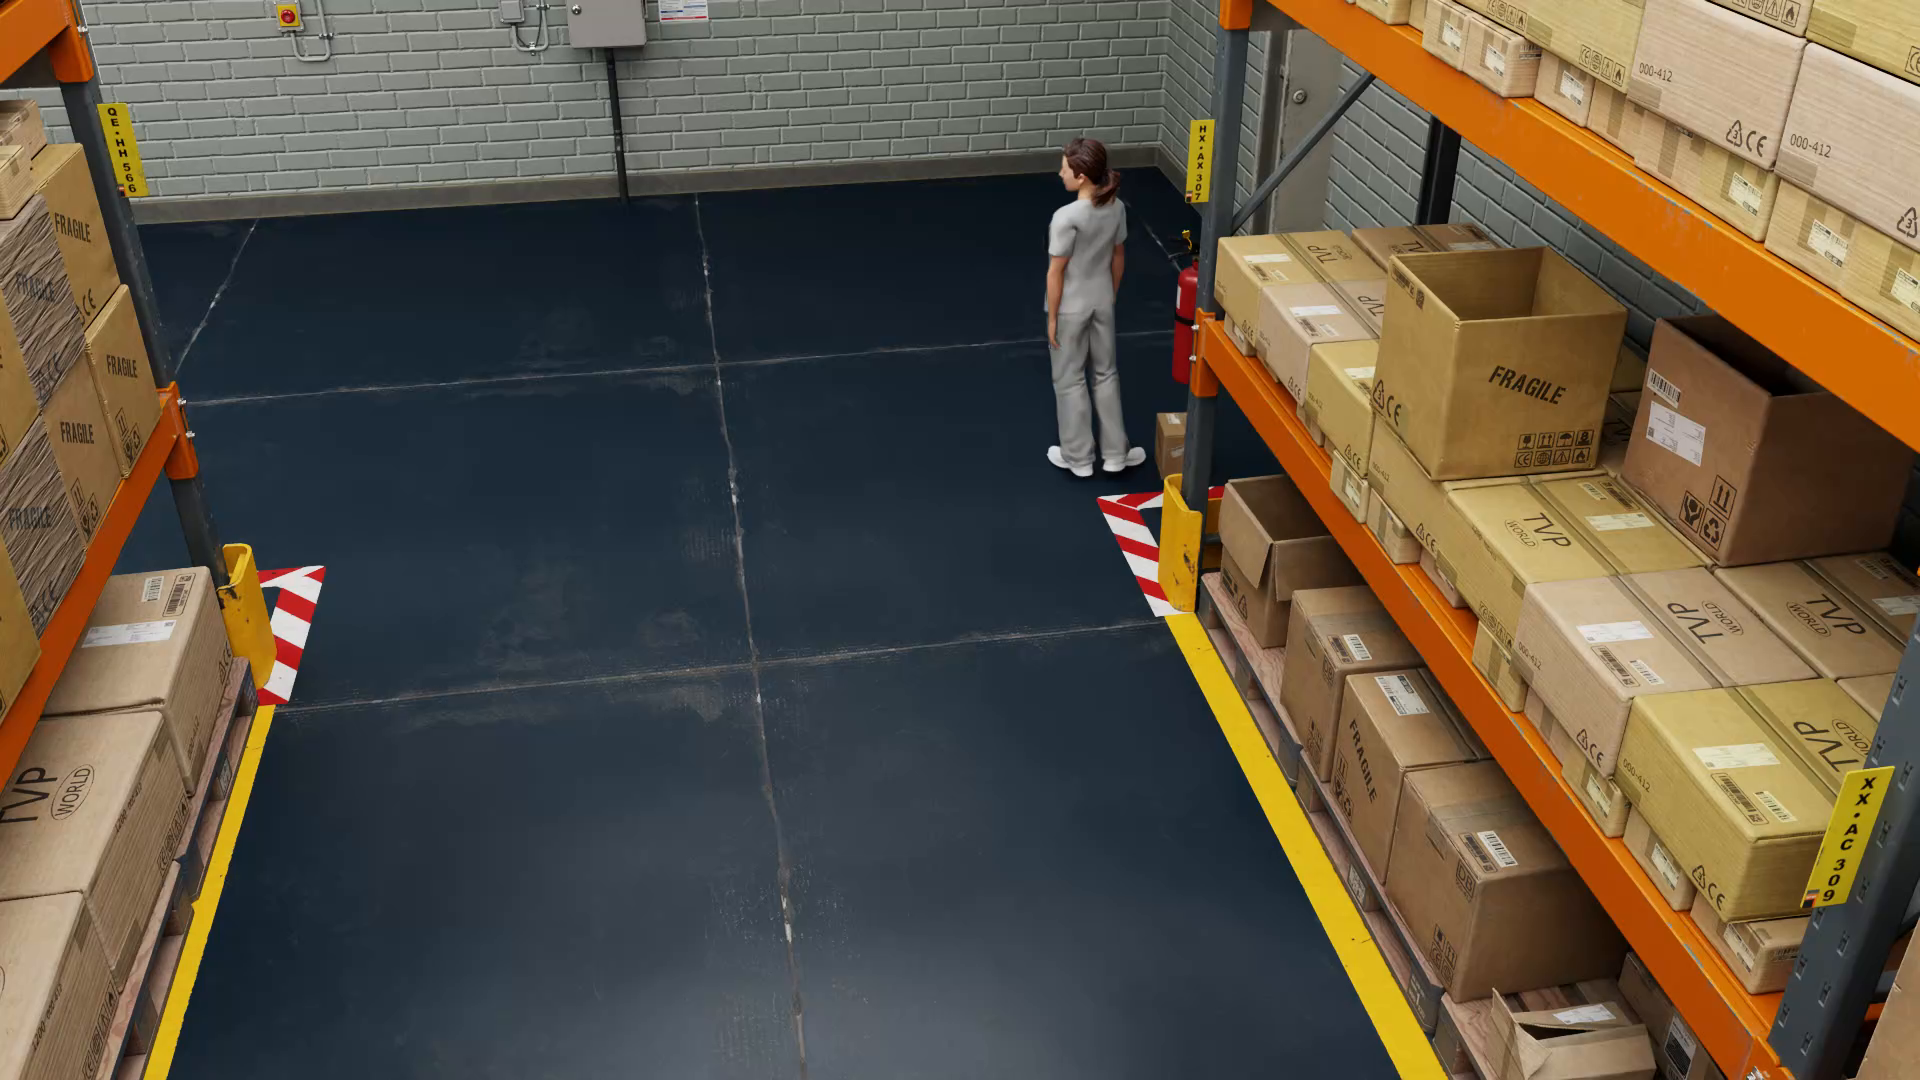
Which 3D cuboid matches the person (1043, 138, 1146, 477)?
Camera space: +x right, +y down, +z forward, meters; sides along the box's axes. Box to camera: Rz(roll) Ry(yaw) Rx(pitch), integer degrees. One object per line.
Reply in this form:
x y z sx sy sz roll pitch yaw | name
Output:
0.646 -1.095 7.931 0.582 1.673 0.392 -18 35 -27 | person
